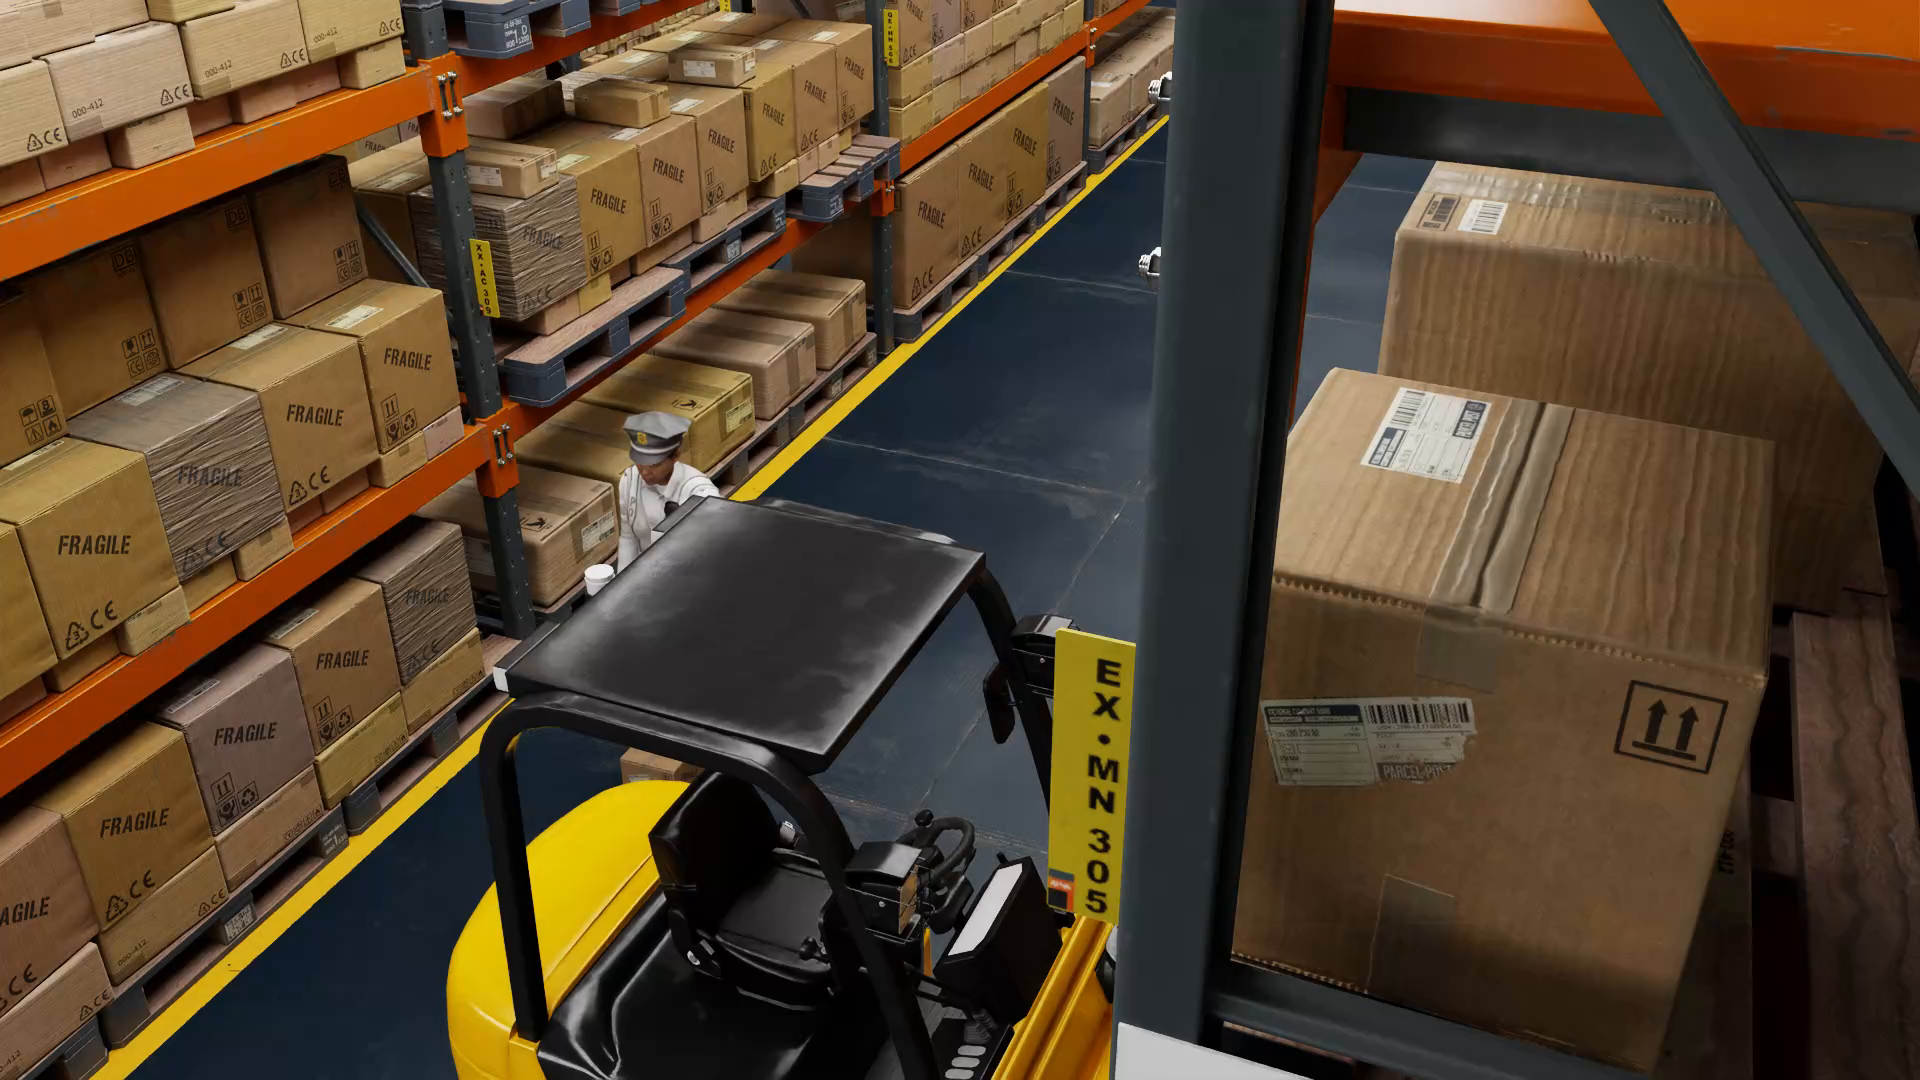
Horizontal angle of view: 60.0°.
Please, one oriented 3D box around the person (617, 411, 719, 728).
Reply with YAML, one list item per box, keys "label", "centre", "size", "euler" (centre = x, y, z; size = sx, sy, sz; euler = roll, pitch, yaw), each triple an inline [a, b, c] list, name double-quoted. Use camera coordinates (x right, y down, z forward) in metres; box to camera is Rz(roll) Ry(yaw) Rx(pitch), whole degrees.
- label: "person"
  centre: [-1.149, 0.241, 6.703]
  size: [0.530, 1.664, 0.404]
  euler: [12, 32, 19]
